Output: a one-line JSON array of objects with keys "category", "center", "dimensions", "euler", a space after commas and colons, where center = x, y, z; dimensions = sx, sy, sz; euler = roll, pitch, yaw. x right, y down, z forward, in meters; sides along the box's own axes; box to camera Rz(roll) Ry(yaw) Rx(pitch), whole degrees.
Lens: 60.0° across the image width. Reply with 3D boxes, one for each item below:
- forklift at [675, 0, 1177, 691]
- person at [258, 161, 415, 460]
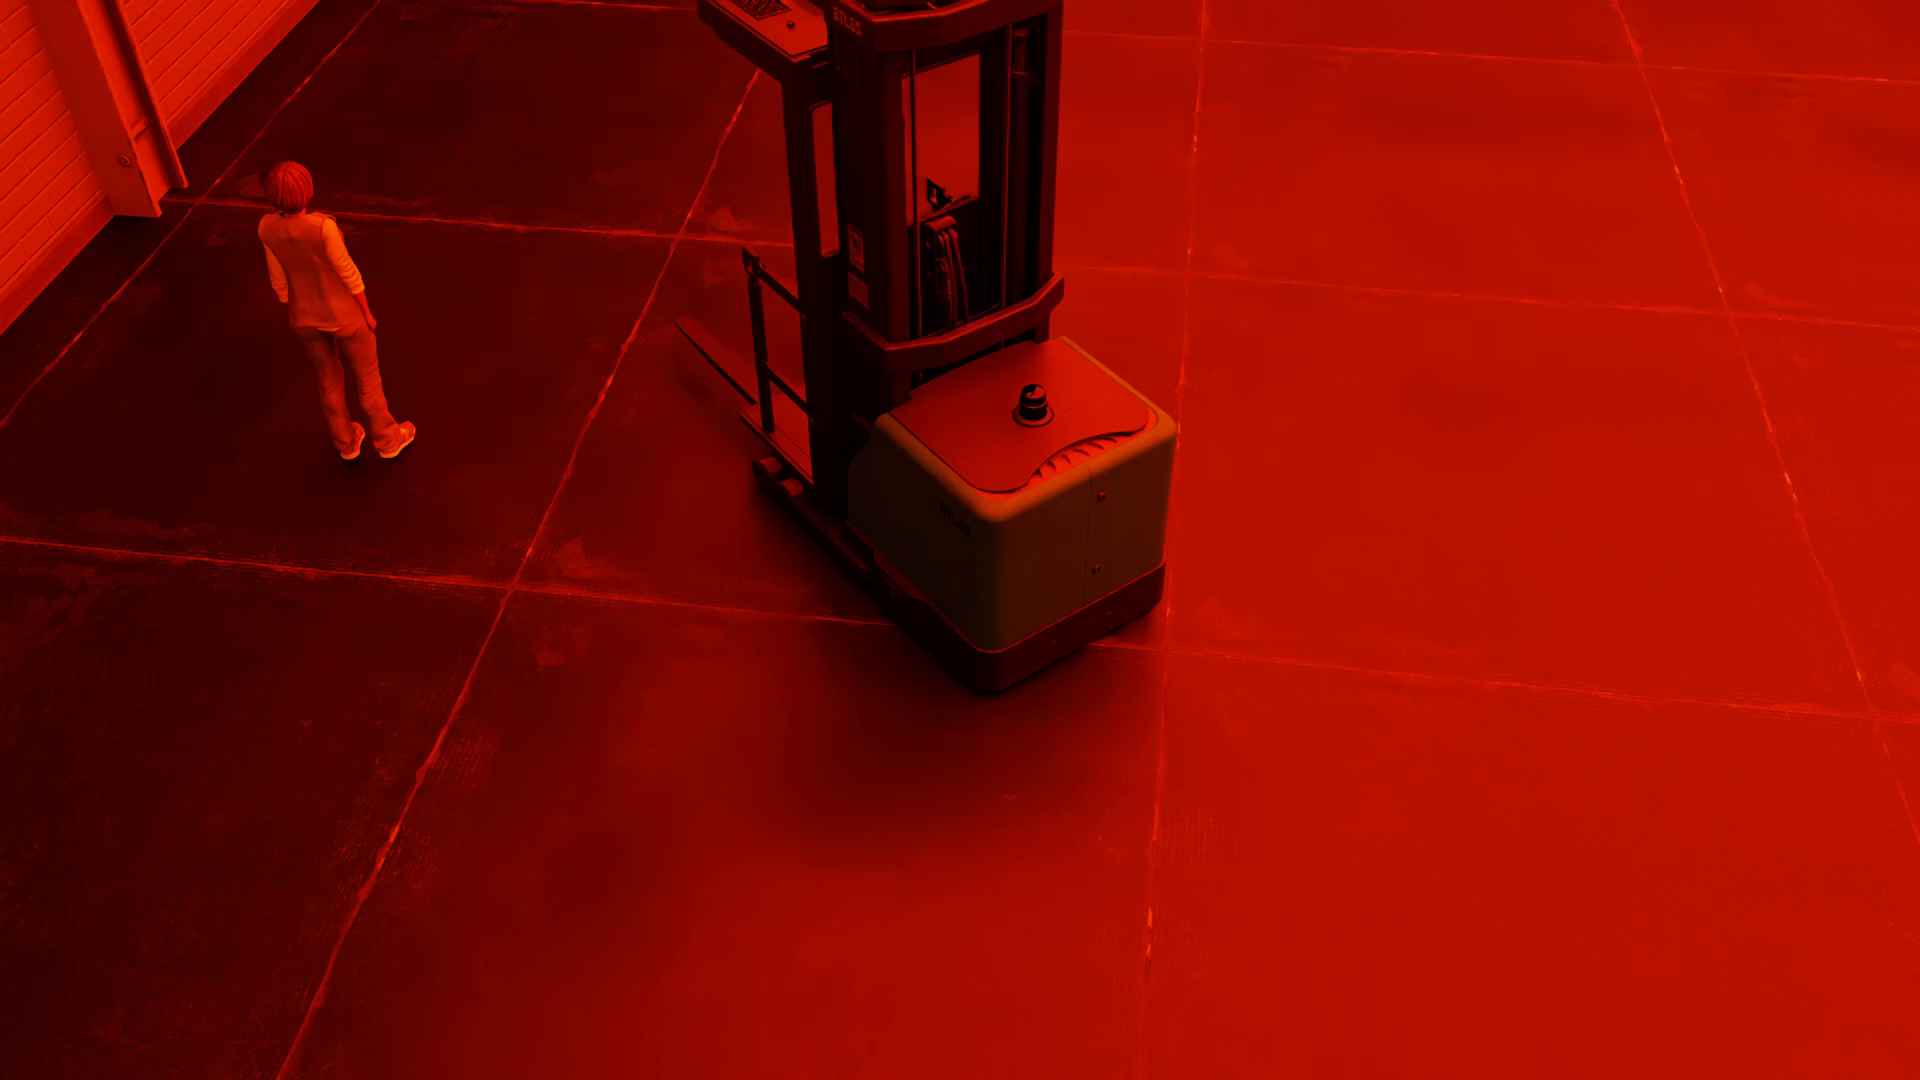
[{"category": "forklift", "center": [-0.356, -1.390, 7.238], "dimensions": [1.130, 2.935, 3.031], "euler": [-26, 49, -26]}, {"category": "person", "center": [-2.953, -1.056, 7.800], "dimensions": [0.411, 1.604, 0.313], "euler": [2, 43, 2]}]
